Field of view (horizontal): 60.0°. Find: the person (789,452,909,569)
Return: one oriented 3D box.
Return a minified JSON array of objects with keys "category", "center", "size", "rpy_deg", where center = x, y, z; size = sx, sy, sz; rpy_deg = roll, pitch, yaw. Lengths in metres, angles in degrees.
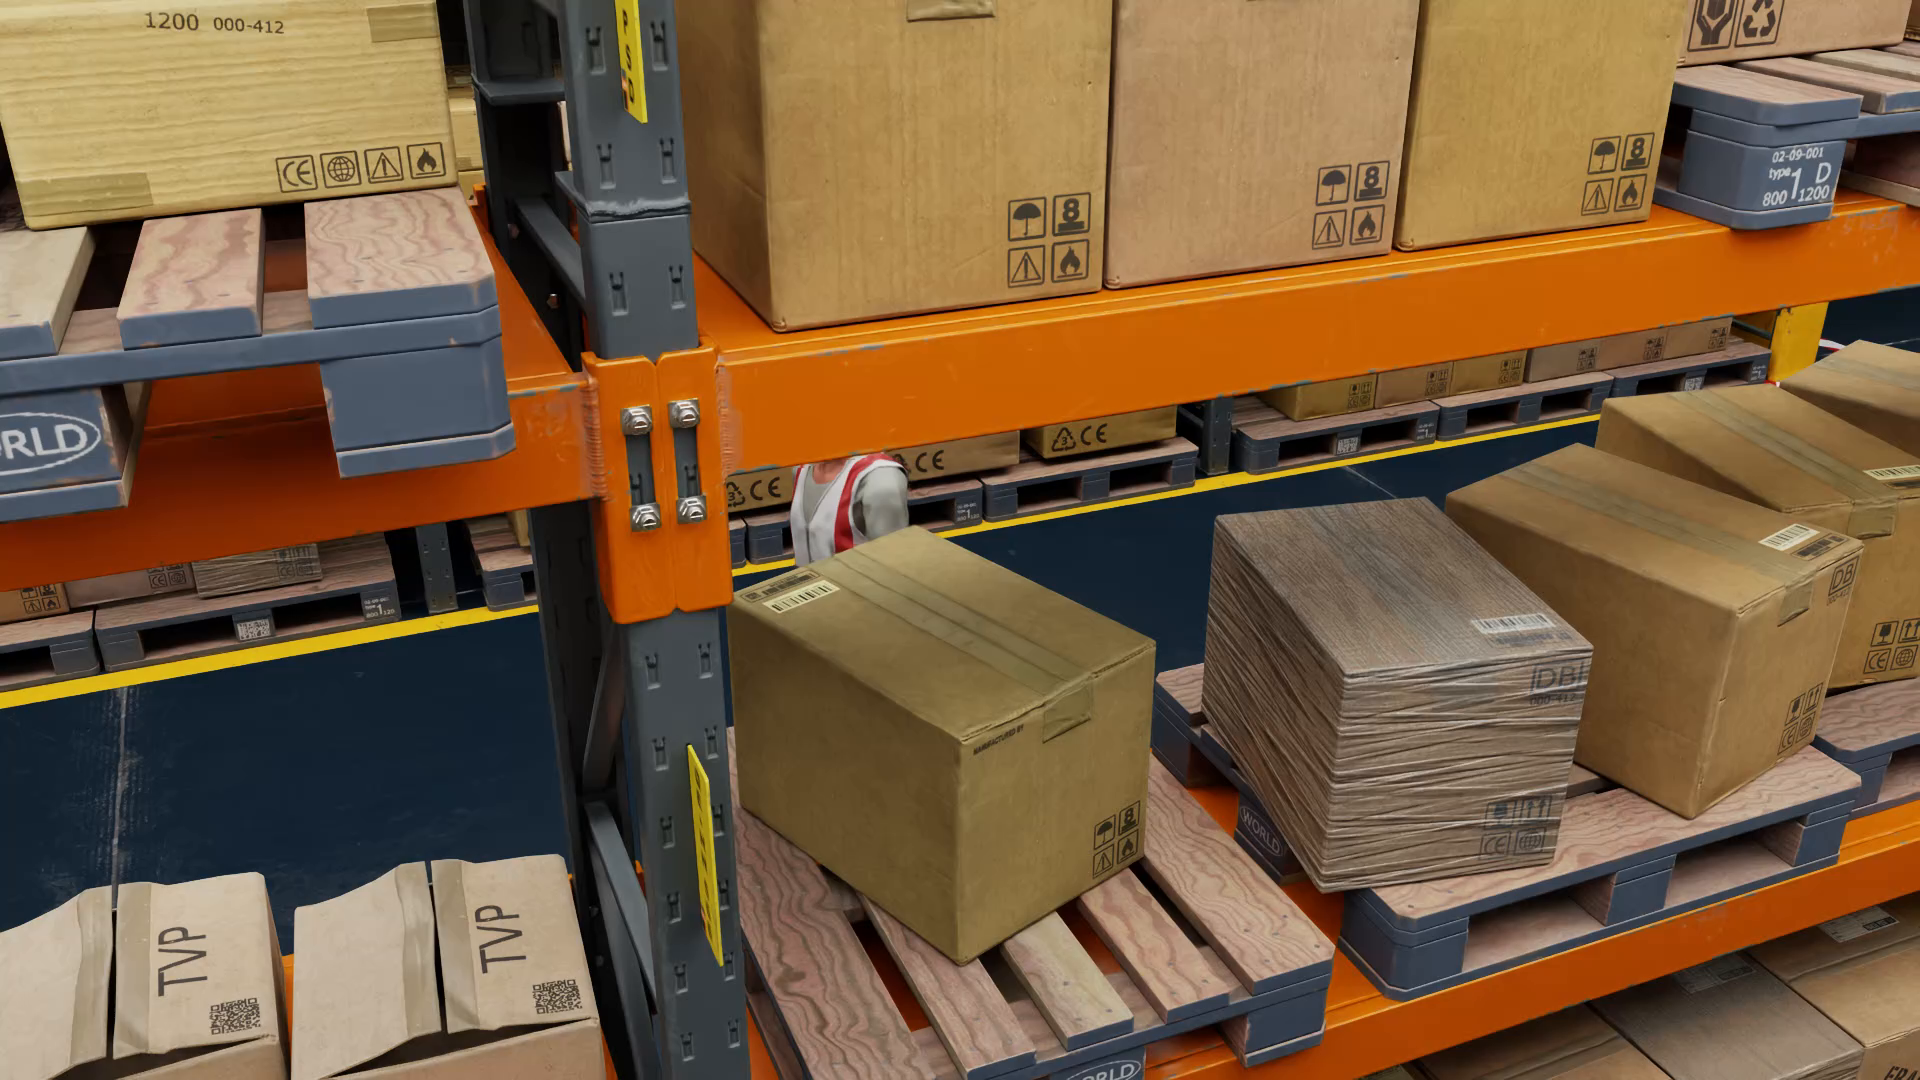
[{"category":"person","center":[-0.321,0.250,5.561],"size":[0.583,1.778,0.798],"rpy_deg":[23,34,39]}]
